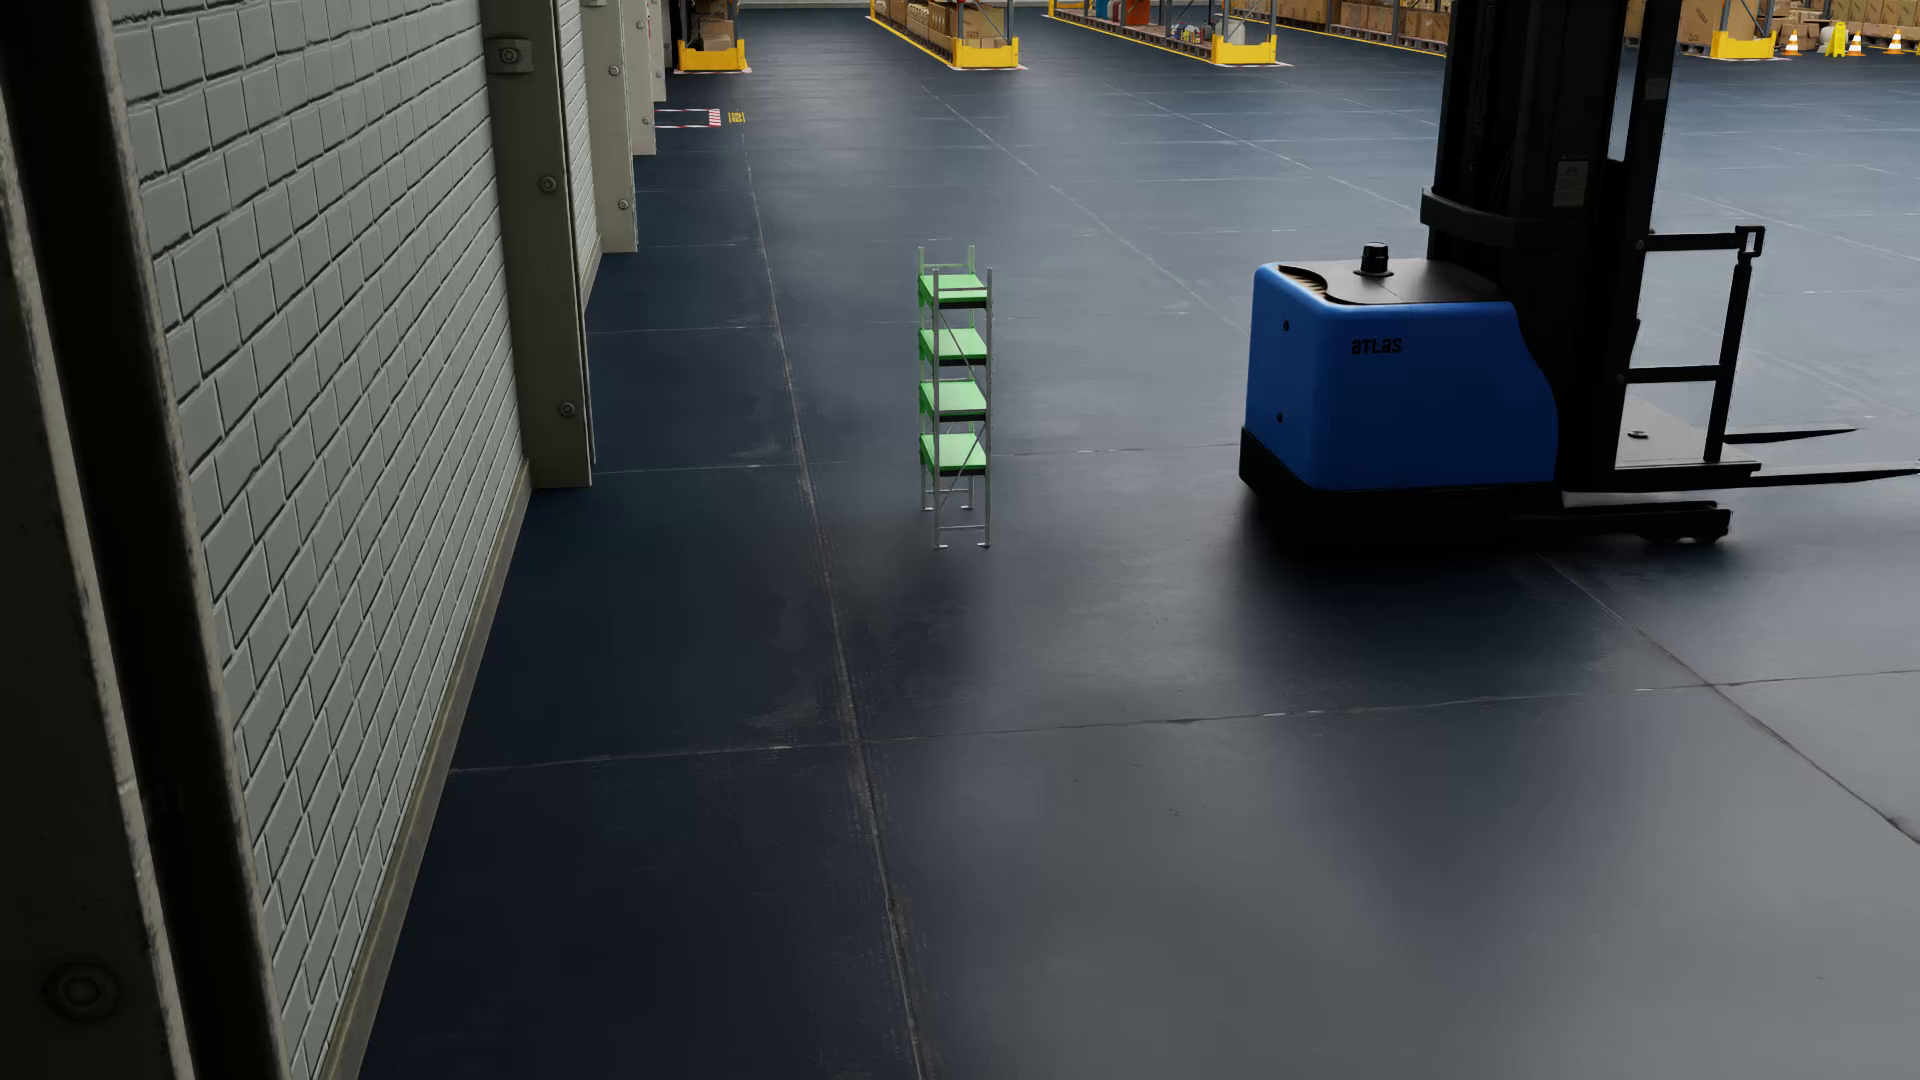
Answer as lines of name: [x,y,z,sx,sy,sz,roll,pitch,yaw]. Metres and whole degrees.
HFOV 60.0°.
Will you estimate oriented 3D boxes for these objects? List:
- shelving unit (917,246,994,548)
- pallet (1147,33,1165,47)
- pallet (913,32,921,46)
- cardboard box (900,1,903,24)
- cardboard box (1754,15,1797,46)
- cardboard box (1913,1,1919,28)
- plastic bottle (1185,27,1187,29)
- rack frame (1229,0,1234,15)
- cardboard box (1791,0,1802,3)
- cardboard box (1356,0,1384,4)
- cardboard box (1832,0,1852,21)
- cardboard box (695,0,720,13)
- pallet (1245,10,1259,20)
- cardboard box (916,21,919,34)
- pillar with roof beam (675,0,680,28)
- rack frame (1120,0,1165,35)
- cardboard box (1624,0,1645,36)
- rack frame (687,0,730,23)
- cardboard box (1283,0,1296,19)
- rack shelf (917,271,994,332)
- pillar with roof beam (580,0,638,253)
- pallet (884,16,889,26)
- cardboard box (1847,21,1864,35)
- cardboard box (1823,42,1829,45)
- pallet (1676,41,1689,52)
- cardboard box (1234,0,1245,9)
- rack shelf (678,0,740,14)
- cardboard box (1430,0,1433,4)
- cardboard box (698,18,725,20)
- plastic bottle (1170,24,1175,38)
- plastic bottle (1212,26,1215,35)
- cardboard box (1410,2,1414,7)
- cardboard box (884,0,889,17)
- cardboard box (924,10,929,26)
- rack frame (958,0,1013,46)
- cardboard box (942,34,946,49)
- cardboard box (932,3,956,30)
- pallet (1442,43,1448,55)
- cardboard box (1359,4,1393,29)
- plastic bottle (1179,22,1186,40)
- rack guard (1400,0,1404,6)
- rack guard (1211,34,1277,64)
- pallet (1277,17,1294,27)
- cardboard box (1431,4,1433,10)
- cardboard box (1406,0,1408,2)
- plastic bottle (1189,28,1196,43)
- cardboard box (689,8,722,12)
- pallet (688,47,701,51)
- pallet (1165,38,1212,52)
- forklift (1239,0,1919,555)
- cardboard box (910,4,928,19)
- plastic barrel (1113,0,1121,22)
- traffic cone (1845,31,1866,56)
shelving unit: [-0.024,-0.619,7.160,0.258,1.200,0.503,-3,21,-8]
pallet: [4.636,-10.682,35.513,1.003,0.211,1.213,-3,21,-8]
pallet: [-0.438,-10.840,35.936,1.003,0.211,1.213,-3,21,-8]
cardboard box: [-1.132,-12.381,39.021,0.500,0.500,0.500,-4,21,-10]
cardboard box: [17.171,-10.781,35.167,0.797,0.637,0.503,-3,21,-8]
cardboard box: [19.699,-10.607,33.586,0.500,0.500,0.500,-3,21,-7]
plastic bottle: [4.579,-10.231,33.593,0.097,0.271,0.097,0,20,0]
rack frame: [7.959,-16.122,46.096,1.000,3.000,0.127,-3,21,-8]
cardboard box: [22.906,-15.026,46.132,0.700,0.500,0.500,-4,21,-10]
cardboard box: [9.325,-12.325,37.801,0.500,0.250,0.500,-1,20,-2]
cardboard box: [19.313,-11.510,36.003,0.500,0.500,0.500,-2,21,-5]
cardboard box: [-5.205,-11.011,34.282,0.500,0.250,0.500,-3,21,-9]
pallet: [8.324,-14.122,44.724,1.003,0.211,1.213,-3,21,-8]
cardboard box: [-0.678,-11.036,35.805,0.500,0.250,0.500,-2,21,-7]
pillar with roof beam: [-2.866,-17.214,40.445,9.100,9.000,0.400,-3,21,-8]
rack frame: [4.211,-13.103,38.011,1.000,3.000,0.127,-3,21,-8]
cardboard box: [14.633,-11.163,35.253,0.875,0.875,0.875,-3,21,-7]
rack frame: [-5.592,-12.603,36.673,1.000,3.000,0.127,-3,21,-8]
cardboard box: [8.777,-13.409,41.267,1.225,0.875,0.875,-4,21,-10]
rack shelf: [-0.024,-1.009,7.014,0.258,0.148,0.480,-3,21,-8]
pillar with roof beam: [1.459,-6.827,12.635,9.100,9.000,0.400,-3,21,-8]
pallet: [-1.366,-13.171,42.178,1.003,0.211,1.213,-3,21,-8]
cardboard box: [19.401,-10.974,35.641,0.500,0.250,0.500,-2,21,-5]
cardboard box: [17.884,-10.099,34.042,0.380,0.149,0.250,8,22,20]
pallet: [14.823,-10.186,34.187,1.003,0.211,1.213,-3,21,-8]
cardboard box: [8.131,-15.106,45.811,0.875,0.875,0.875,-3,21,-8]
rack shelf: [-4.728,-10.189,31.237,1.077,0.370,4.000,-3,21,-8]
cardboard box: [12.981,-14.599,45.065,0.380,0.149,0.250,-2,21,-5]
cardboard box: [-4.827,-9.896,32.369,0.500,0.500,0.500,-4,21,-12]
plastic bottle: [4.400,-10.513,34.349,0.097,0.271,0.097,0,20,0]
plastic bottle: [5.142,-10.251,33.628,0.061,0.283,0.133,-3,21,-8]
cardboard box: [12.759,-14.915,46.337,0.380,0.149,0.250,-3,21,-8]
cardboard box: [-1.630,-13.457,41.904,0.500,0.500,0.500,-3,21,-8]
cardboard box: [-0.456,-10.766,34.284,0.500,0.311,0.500,-3,21,-8]
rack frame: [0.462,-10.084,29.929,1.000,3.000,0.127,-3,21,-8]
cardboard box: [-0.065,-9.509,31.719,0.500,0.250,0.500,-3,21,-8]
cardboard box: [-0.278,-10.380,32.979,0.500,0.500,0.500,-3,21,-8]
pallet: [10.173,-9.586,32.580,1.003,0.211,1.213,-3,21,-8]
cardboard box: [9.410,-11.769,37.385,0.700,0.500,0.500,-1,21,-3]
plastic bottle: [4.521,-10.317,33.710,0.144,0.351,0.185,-4,21,-10]
rack guard: [12.893,-15.140,47.039,1.175,0.500,0.348,-3,21,-8]
rack guard: [5.307,-9.186,31.096,1.175,0.500,0.348,-3,21,-8]
pallet: [8.722,-13.168,42.170,1.003,0.211,1.213,-3,21,-8]
cardboard box: [12.945,-14.385,44.917,0.380,0.149,0.250,-3,21,-7]
cardboard box: [12.703,-15.144,46.525,0.380,0.149,0.250,-2,21,-5]
plastic bottle: [4.637,-10.014,33.004,0.152,0.276,0.135,-3,21,-9]
cardboard box: [-5.478,-11.207,35.880,0.700,0.500,0.500,-3,21,-8]
pallet: [-4.705,-9.258,31.702,1.003,0.211,1.213,-3,21,-8]
pallet: [4.843,-10.177,34.162,1.003,0.211,1.213,-3,21,-8]
forklift: [2.871,-1.530,7.123,3.031,2.935,1.130,-3,21,-8]
cardboard box: [-0.822,-11.648,36.644,0.500,0.311,0.500,-3,21,-9]
plastic barrel: [3.961,-12.729,39.857,0.600,0.588,0.708,-3,21,-8]
traffic cone: [17.684,-9.804,32.805,0.336,0.463,0.334,-3,21,-8]
